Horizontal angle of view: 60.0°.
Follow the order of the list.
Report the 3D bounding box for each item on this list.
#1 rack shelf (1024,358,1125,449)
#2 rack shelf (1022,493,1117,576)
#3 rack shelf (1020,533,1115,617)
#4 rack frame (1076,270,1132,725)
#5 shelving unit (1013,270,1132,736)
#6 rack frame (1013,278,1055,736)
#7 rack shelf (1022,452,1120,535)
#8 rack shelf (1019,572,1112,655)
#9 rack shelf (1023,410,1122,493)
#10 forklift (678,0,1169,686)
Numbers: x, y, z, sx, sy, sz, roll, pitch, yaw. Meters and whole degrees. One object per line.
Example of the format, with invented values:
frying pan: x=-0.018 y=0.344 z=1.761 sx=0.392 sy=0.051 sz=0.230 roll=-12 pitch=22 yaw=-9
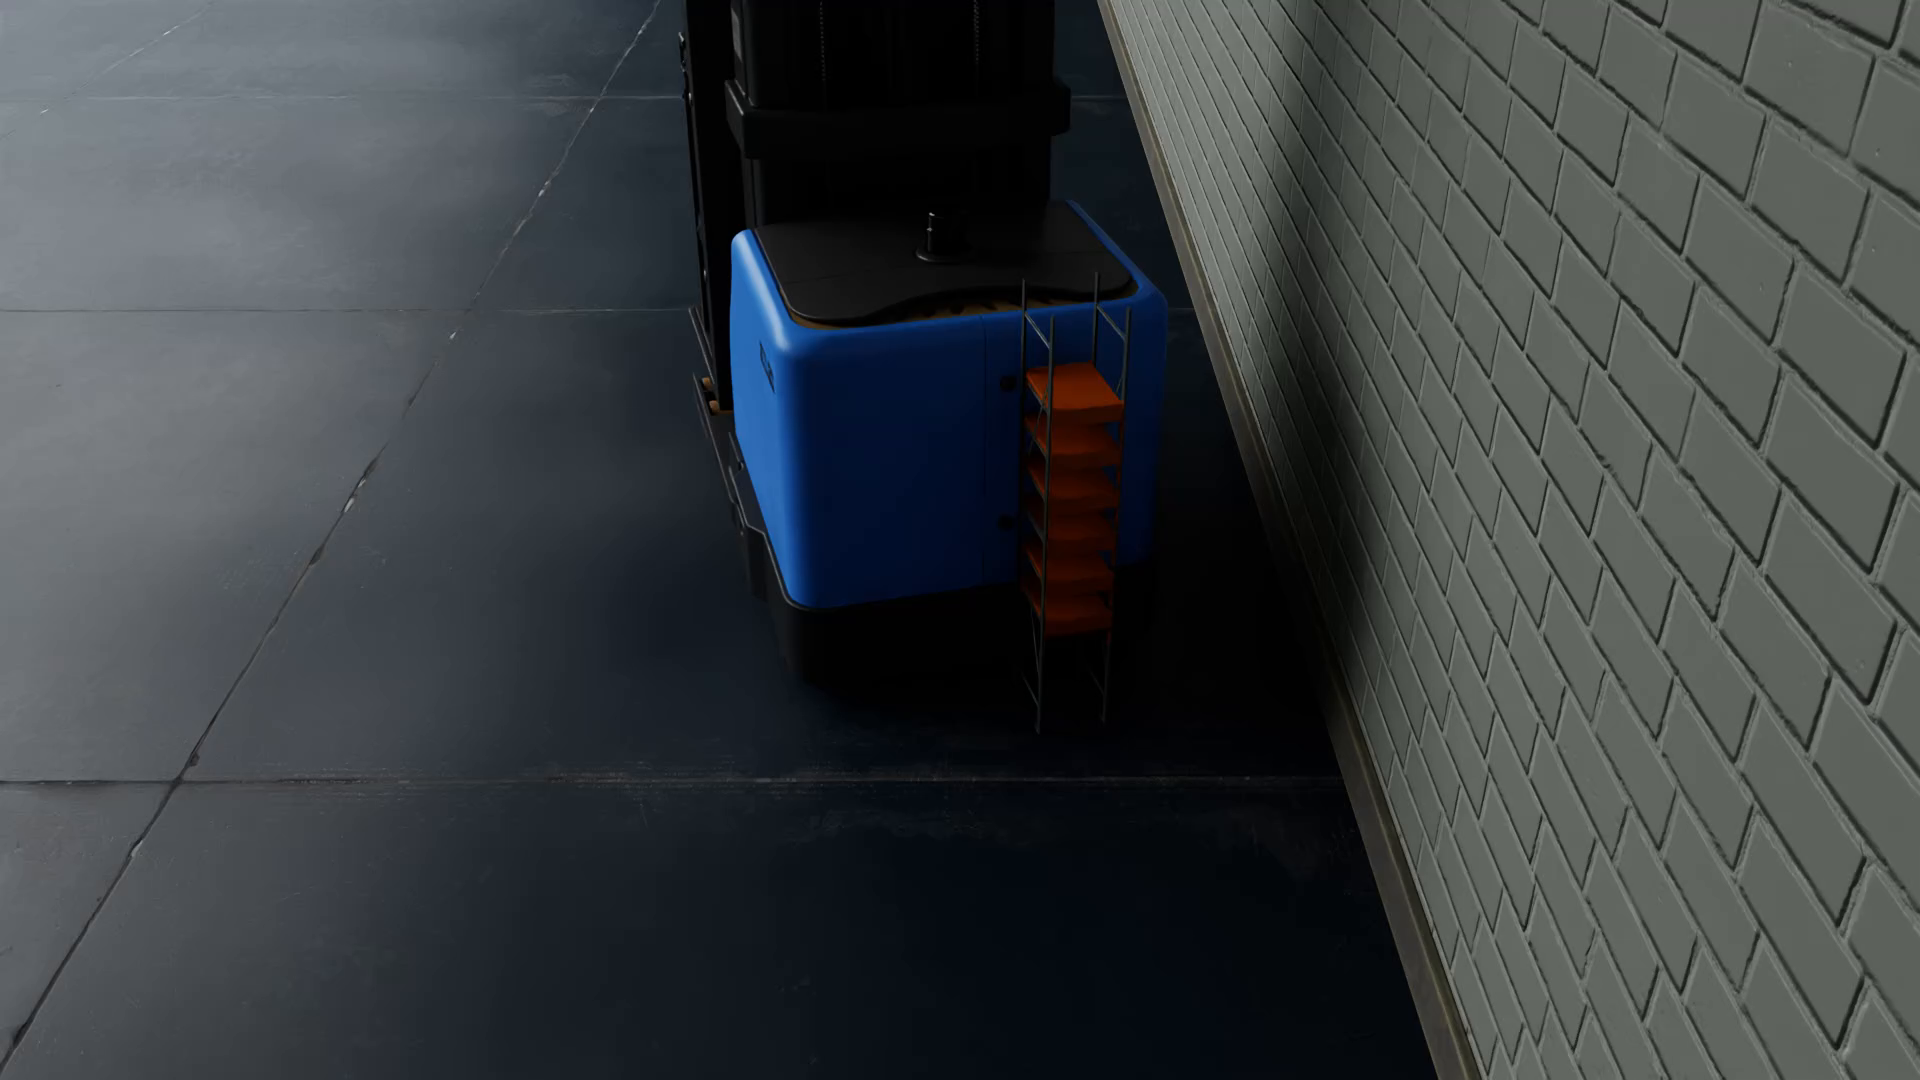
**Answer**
rack shelf: x=0.271 y=-0.334 z=4.033 sx=0.180 sy=0.103 sz=0.258 roll=-8 pitch=33 yaw=-13
rack shelf: x=0.270 y=-0.027 z=4.222 sx=0.180 sy=0.103 sz=0.258 roll=-8 pitch=33 yaw=-13
rack shelf: x=0.270 y=0.075 z=4.285 sx=0.180 sy=0.103 sz=0.258 roll=-8 pitch=33 yaw=-13
rack frame: x=0.359 y=-0.078 z=4.219 sx=0.006 sy=1.200 sz=0.240 roll=-8 pitch=33 yaw=-13
shelving unit: x=0.270 y=-0.065 z=4.199 sx=0.189 sy=1.200 sz=0.258 roll=-8 pitch=33 yaw=-13
rack frame: x=0.182 y=-0.053 z=4.179 sx=0.006 sy=1.200 sz=0.240 roll=-8 pitch=33 yaw=-13
rack shelf: x=0.270 y=-0.130 z=4.159 sx=0.180 sy=0.103 sz=0.258 roll=-8 pitch=33 yaw=-13
rack shelf: x=0.270 y=0.177 z=4.348 sx=0.180 sy=0.103 sz=0.258 roll=-8 pitch=33 yaw=-13
rack shelf: x=0.271 y=-0.232 z=4.096 sx=0.180 sy=0.103 sz=0.258 roll=-8 pitch=33 yaw=-13
forklift: x=-0.323 y=-1.616 z=5.088 sx=1.130 sy=2.935 sz=3.031 roll=-8 pitch=32 yaw=-13
